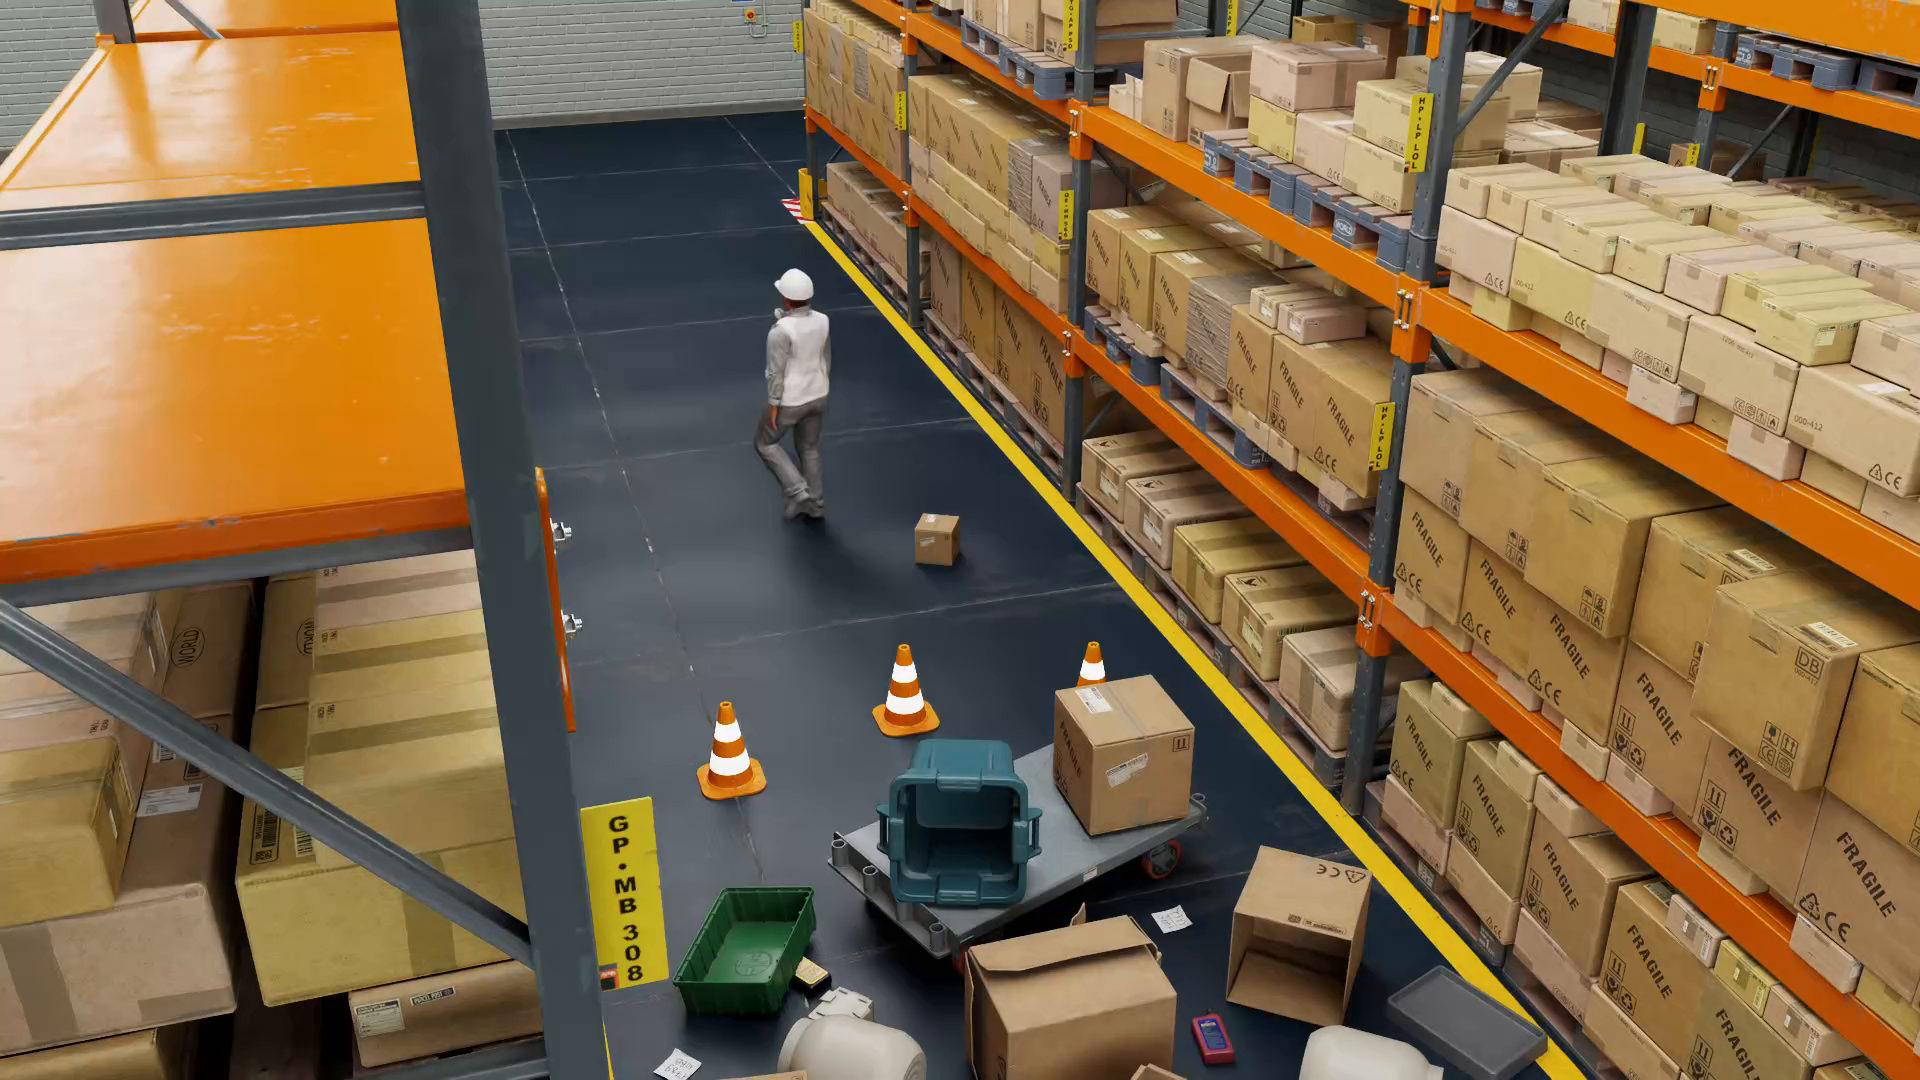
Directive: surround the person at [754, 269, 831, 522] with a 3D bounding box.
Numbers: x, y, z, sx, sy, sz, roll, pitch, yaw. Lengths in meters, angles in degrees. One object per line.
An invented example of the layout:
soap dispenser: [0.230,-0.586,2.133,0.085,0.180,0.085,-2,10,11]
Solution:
person: [-1.129,-0.986,11.289,0.563,1.780,0.448,-23,35,-39]
